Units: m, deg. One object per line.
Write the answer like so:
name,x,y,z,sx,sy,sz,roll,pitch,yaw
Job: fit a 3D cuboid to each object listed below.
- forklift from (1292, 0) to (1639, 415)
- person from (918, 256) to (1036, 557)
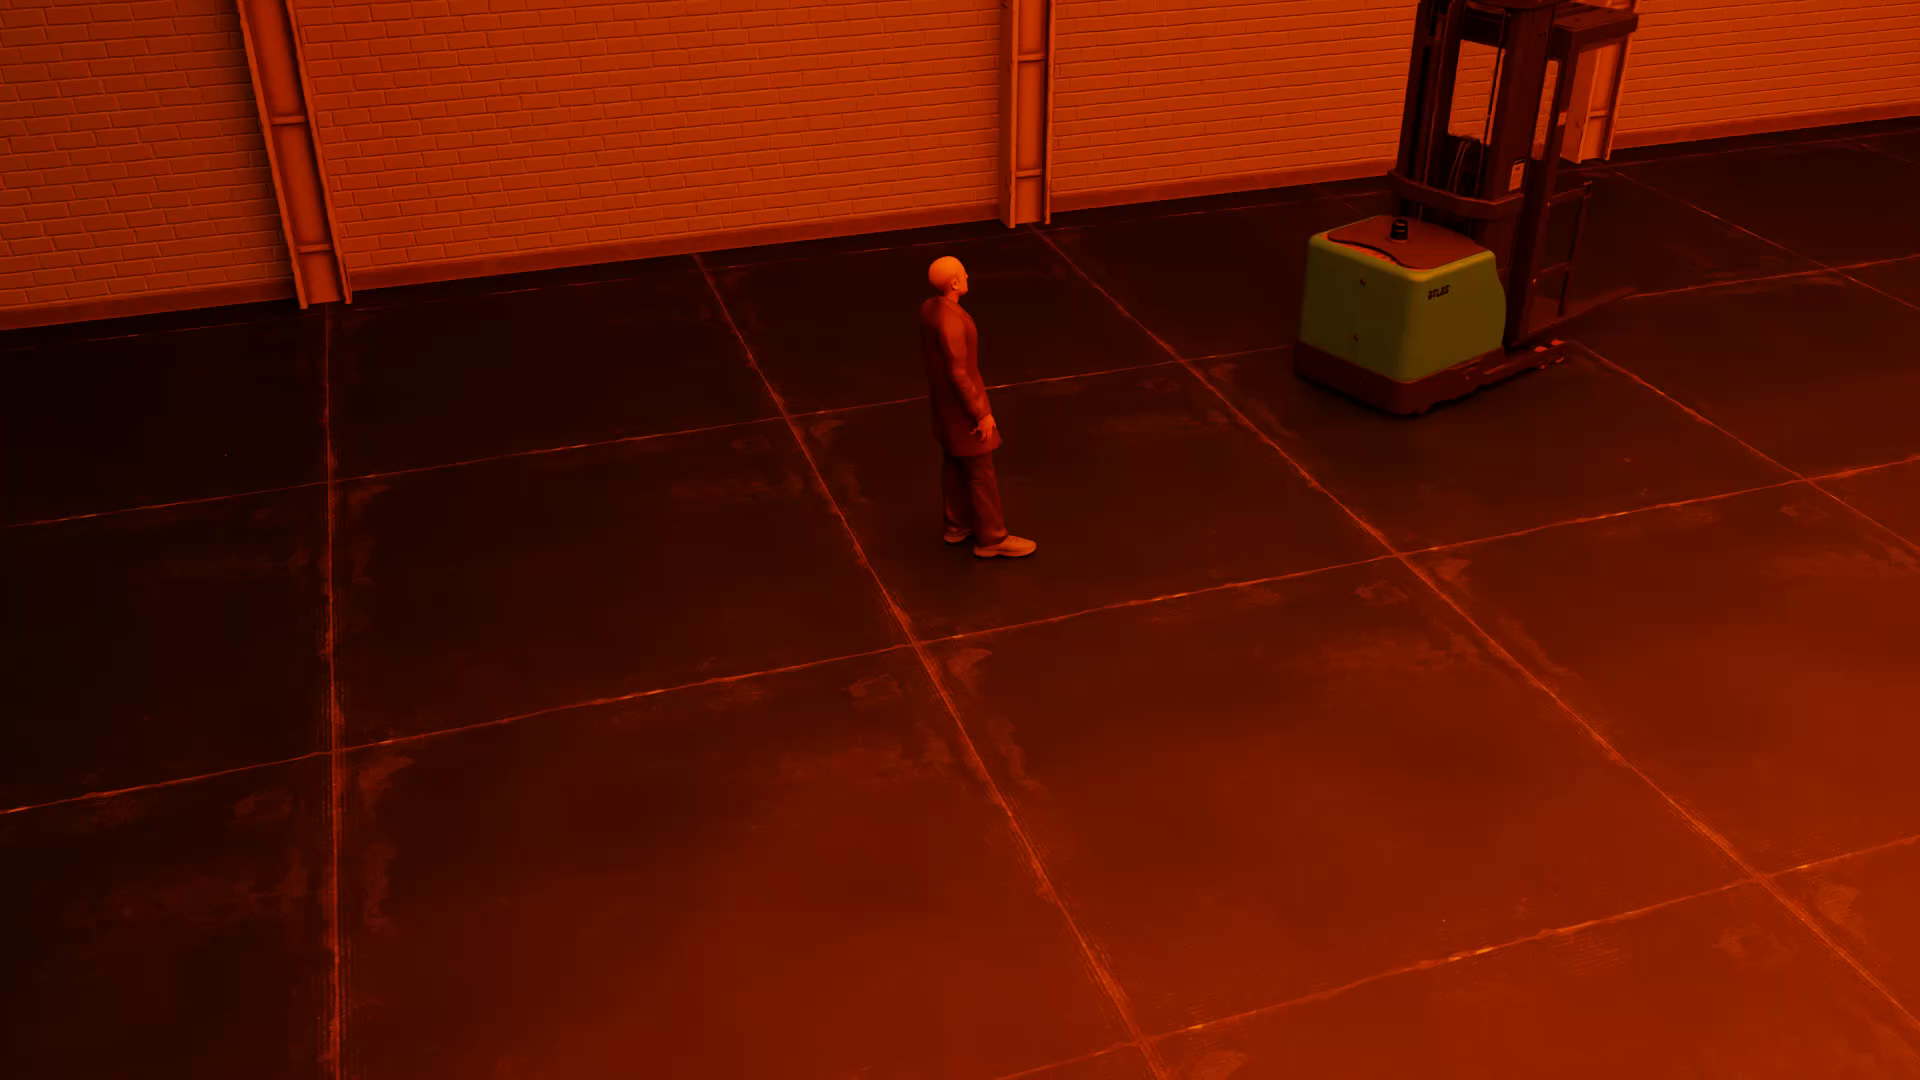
forklift,3.885,-2.712,11.801,3.031,2.935,1.130,-21,36,-32
person,0.088,-0.789,9.600,0.582,1.775,0.696,-10,31,-16
